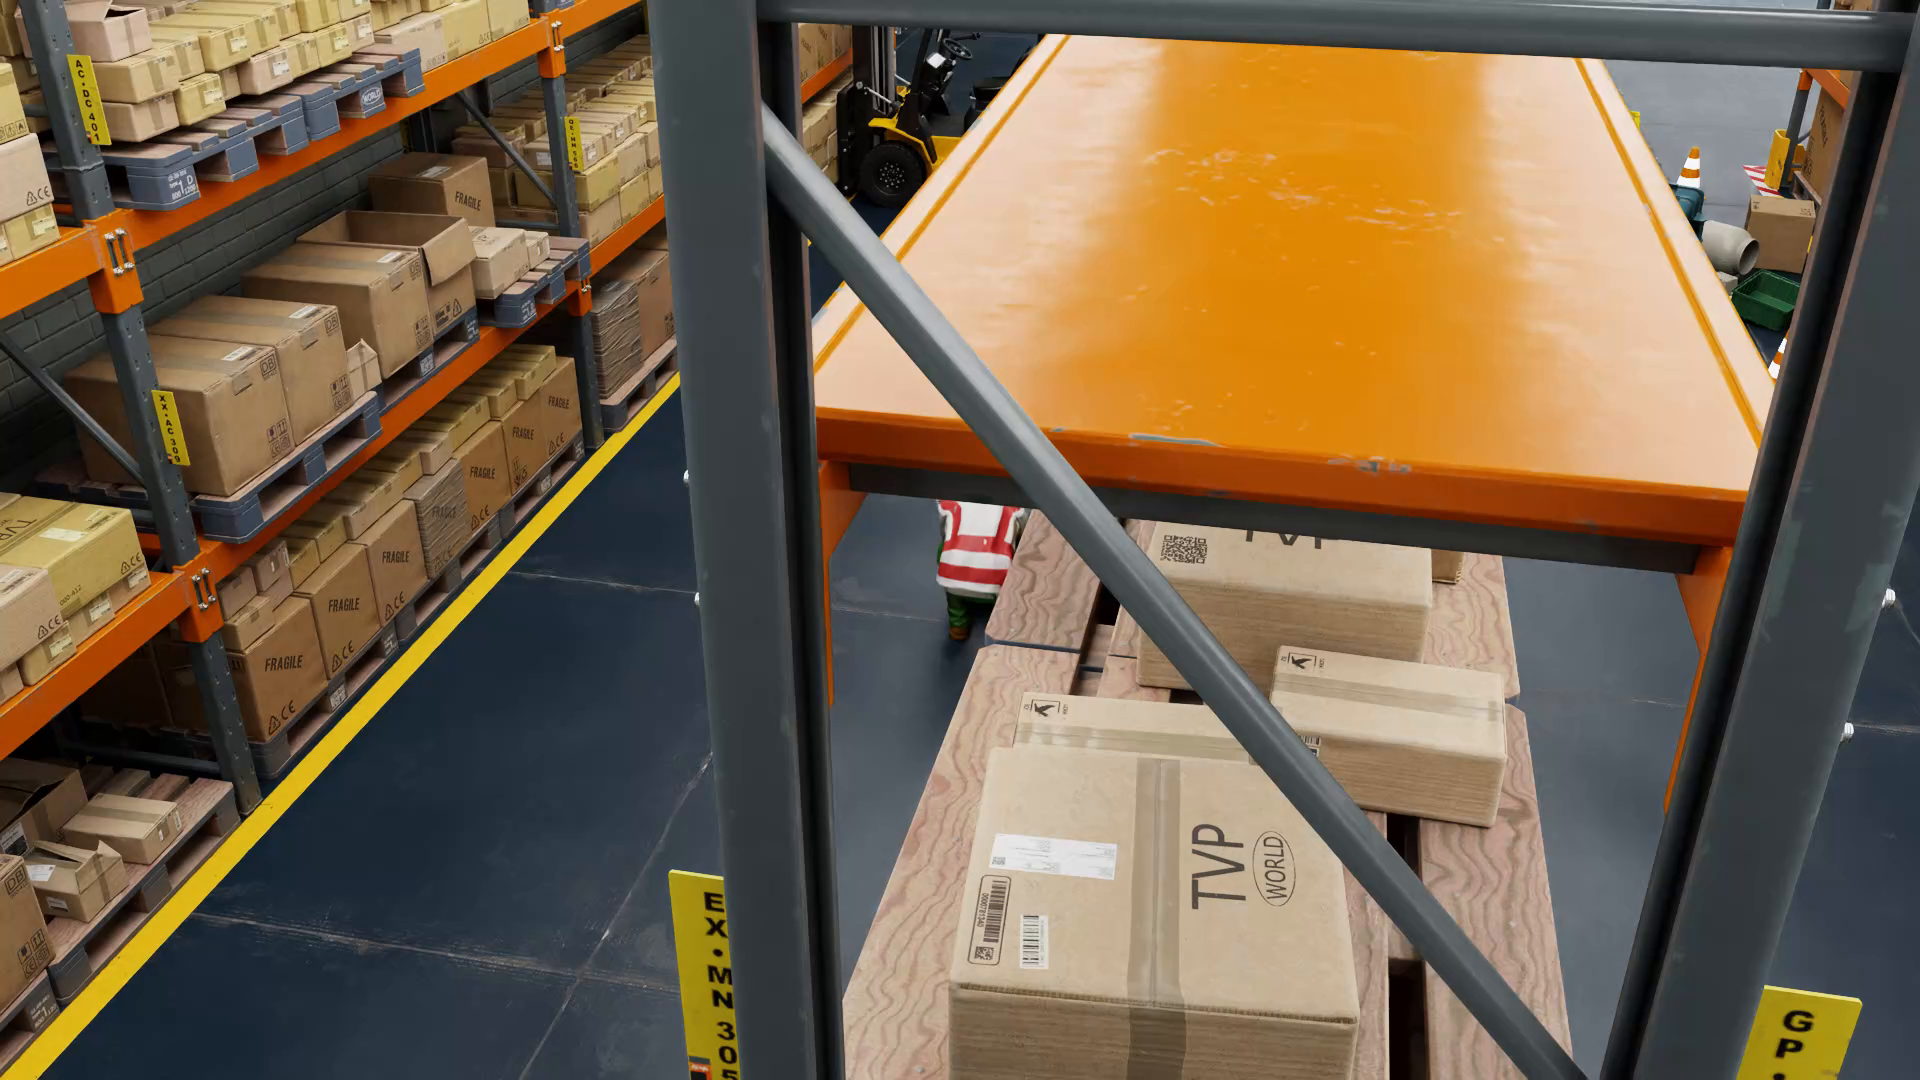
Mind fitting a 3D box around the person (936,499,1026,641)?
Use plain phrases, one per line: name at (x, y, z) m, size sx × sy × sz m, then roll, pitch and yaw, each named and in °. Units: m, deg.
person at (0.142, -0.075, 8.946) m, size 0.489 × 1.106 × 0.964 m, roll 5°, pitch 29°, yaw 9°
